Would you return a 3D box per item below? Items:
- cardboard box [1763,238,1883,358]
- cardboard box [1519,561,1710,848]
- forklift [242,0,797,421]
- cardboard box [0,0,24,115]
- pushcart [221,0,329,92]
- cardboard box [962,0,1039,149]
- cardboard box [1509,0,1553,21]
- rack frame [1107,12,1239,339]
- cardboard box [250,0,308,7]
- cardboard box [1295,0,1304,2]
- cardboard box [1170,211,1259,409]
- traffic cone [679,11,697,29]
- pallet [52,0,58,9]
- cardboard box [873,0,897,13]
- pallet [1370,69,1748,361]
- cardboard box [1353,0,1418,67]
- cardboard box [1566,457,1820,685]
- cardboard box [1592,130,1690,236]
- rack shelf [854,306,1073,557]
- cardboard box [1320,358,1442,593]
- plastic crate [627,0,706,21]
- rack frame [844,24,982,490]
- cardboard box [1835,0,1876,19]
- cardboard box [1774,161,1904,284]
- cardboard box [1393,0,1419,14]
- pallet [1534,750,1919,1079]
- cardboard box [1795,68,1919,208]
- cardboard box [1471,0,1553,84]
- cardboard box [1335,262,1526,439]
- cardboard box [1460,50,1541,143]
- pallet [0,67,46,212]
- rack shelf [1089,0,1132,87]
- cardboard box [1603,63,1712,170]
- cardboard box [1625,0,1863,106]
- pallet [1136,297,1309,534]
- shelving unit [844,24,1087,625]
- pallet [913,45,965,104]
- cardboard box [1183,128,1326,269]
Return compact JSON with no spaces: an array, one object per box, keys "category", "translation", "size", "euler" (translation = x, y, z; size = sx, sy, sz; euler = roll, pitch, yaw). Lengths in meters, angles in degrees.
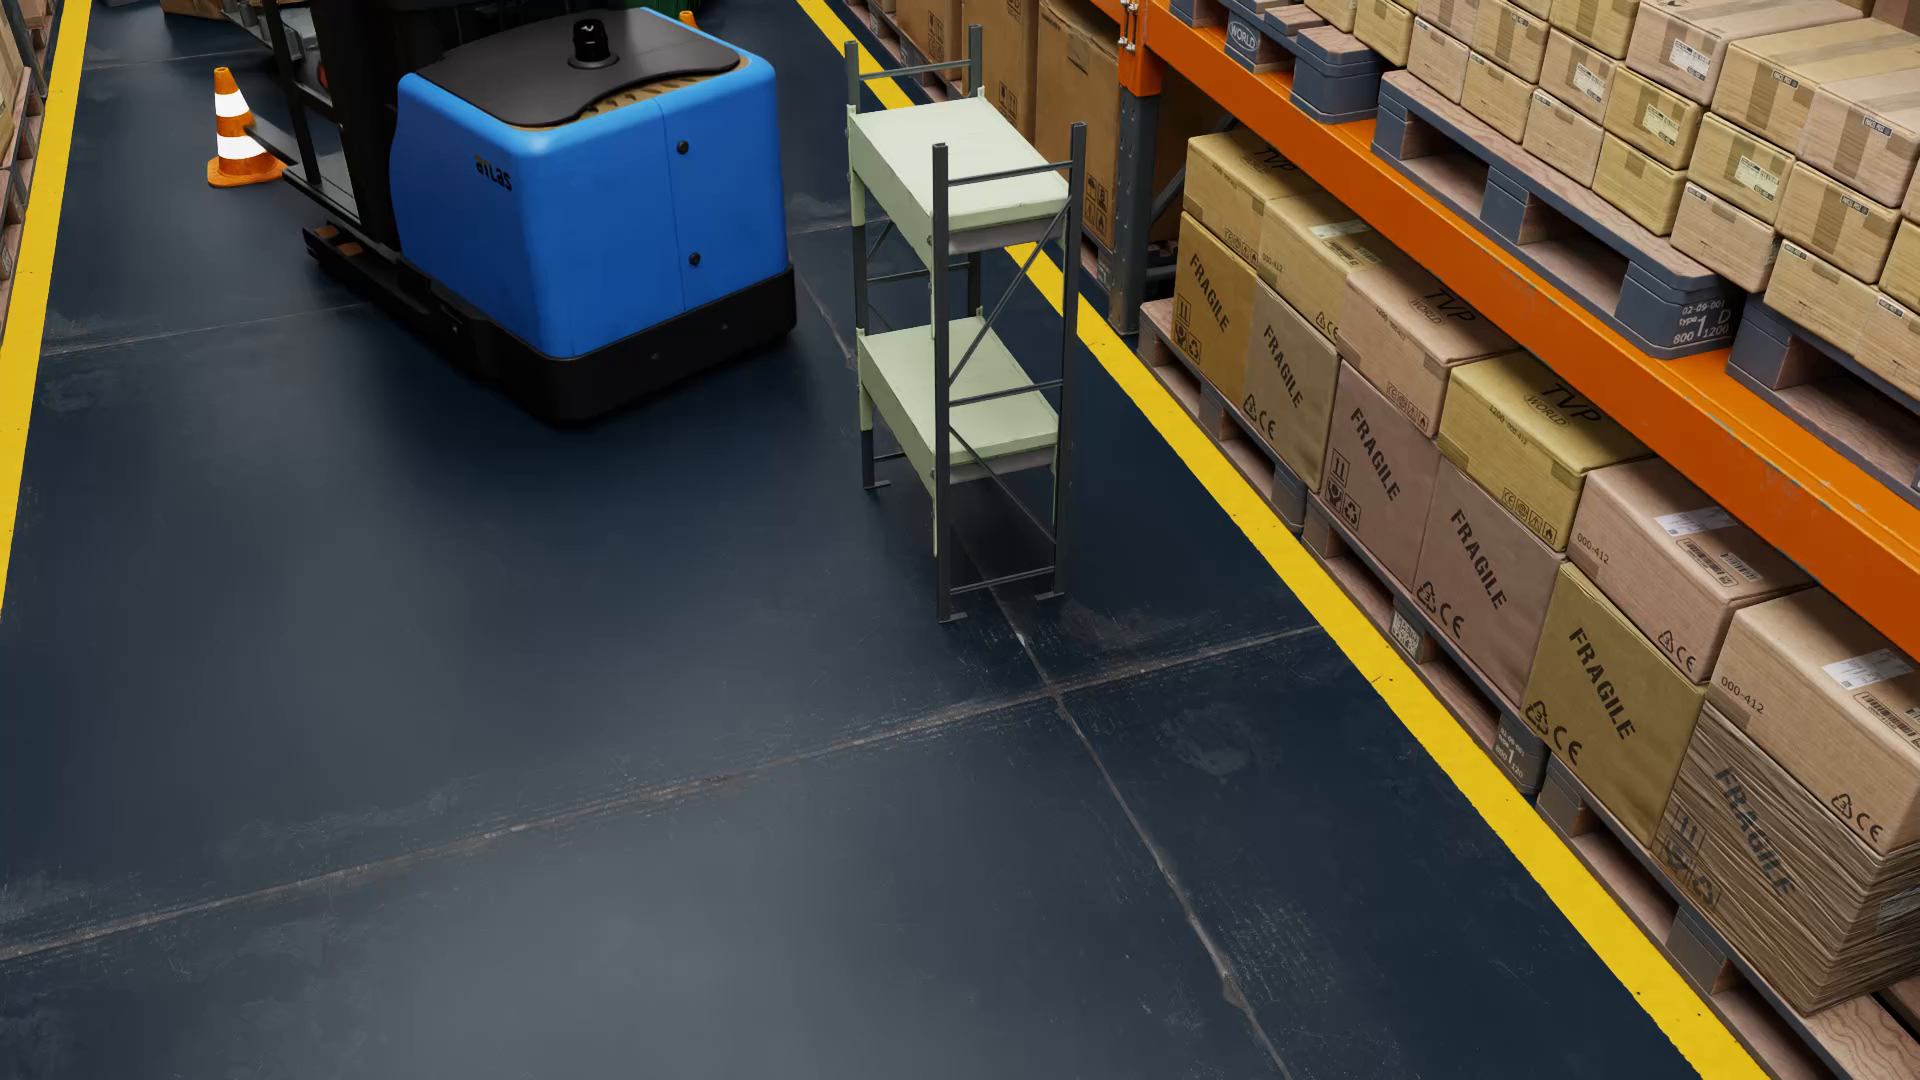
[{"category":"cardboard box","translation":[1.848,-0.516,3.301],"size":[0.380,0.149,0.250],"euler":[-14,39,-18]},{"category":"cardboard box","translation":[1.763,0.339,4.035],"size":[0.500,0.500,0.500],"euler":[-13,39,-17]},{"category":"forklift","translation":[-1.984,-2.372,5.963],"size":[1.130,2.935,3.031],"euler":[-30,46,-33]},{"category":"cardboard box","translation":[-4.752,-2.095,7.373],"size":[0.950,0.372,0.625],"euler":[-12,39,-15]},{"category":"pushcart","translation":[-2.812,-2.726,8.555],"size":[1.648,0.377,0.936],"euler":[-27,45,-31]},{"category":"cardboard box","translation":[0.625,-2.220,7.225],"size":[1.050,0.750,0.750],"euler":[-12,39,-15]},{"category":"cardboard box","translation":[1.485,-1.357,3.923],"size":[0.380,0.149,0.250],"euler":[-11,38,-15]},{"category":"rack frame","translation":[1.054,-2.095,5.538],"size":[1.000,3.000,0.127],"euler":[-12,39,-16]},{"category":"cardboard box","translation":[-3.274,-2.962,8.138],"size":[0.500,0.500,0.500],"euler":[-12,39,-16]},{"category":"cardboard box","translation":[1.111,-1.716,4.895],"size":[0.380,0.149,0.250],"euler":[-11,38,-14]},{"category":"cardboard box","translation":[1.058,-0.812,5.563],"size":[0.500,0.500,0.500],"euler":[-14,39,-18]},{"category":"traffic cone","translation":[-1.278,-2.271,7.881],"size":[0.336,0.463,0.334],"euler":[-12,39,-16]},{"category":"pallet","translation":[-5.623,-3.221,9.351],"size":[1.003,0.211,1.213],"euler":[-12,39,-16]},{"category":"cardboard box","translation":[-0.024,-3.292,8.648],"size":[1.050,0.750,0.750],"euler":[-13,39,-16]},{"category":"pallet","translation":[1.774,-0.909,4.123],"size":[1.003,0.211,1.213],"euler":[-12,39,-16]},{"category":"cardboard box","translation":[1.299,-1.412,4.491],"size":[0.380,0.149,0.250],"euler":[-11,38,-14]},{"category":"cardboard box","translation":[1.773,0.034,3.817],"size":[0.500,0.250,0.500],"euler":[-11,38,-14]},{"category":"cardboard box","translation":[1.657,-0.821,3.707],"size":[0.380,0.149,0.250],"euler":[-11,38,-14]},{"category":"rack shelf","translation":[-0.002,-0.342,5.000],"size":[0.431,0.370,0.720],"euler":[-12,39,-16]},{"category":"cardboard box","translation":[1.416,-0.240,4.804],"size":[0.500,0.500,0.500],"euler":[-13,39,-17]},{"category":"plastic crate","translation":[-1.612,-3.081,9.137],"size":[0.450,0.188,0.662],"euler":[14,38,2]},{"category":"rack frame","translation":[-0.128,-0.810,5.078],"size":[0.400,1.500,0.023],"euler":[-12,39,-16]},{"category":"cardboard box","translation":[2.185,-1.340,3.901],"size":[0.380,0.149,0.250],"euler":[-11,38,-15]},{"category":"cardboard box","translation":[1.836,-0.648,3.230],"size":[0.380,0.149,0.250],"euler":[-14,39,-17]},{"category":"cardboard box","translation":[1.309,-1.521,4.389],"size":[0.380,0.149,0.250],"euler":[-12,39,-16]},{"category":"pallet","translation":[2.161,0.839,3.961],"size":[1.003,0.211,1.213],"euler":[-12,39,-16]},{"category":"cardboard box","translation":[1.838,-0.773,3.148],"size":[0.380,0.149,0.250],"euler":[-13,39,-16]},{"category":"cardboard box","translation":[1.477,-1.239,4.015],"size":[0.380,0.149,0.250],"euler":[-13,39,-16]},{"category":"cardboard box","translation":[1.397,-0.556,4.600],"size":[0.500,0.250,0.500],"euler":[-12,39,-16]},{"category":"cardboard box","translation":[1.477,-1.119,4.103],"size":[0.380,0.149,0.250],"euler":[-12,39,-15]},{"category":"pallet","translation":[-4.666,-1.719,7.357],"size":[1.003,0.211,1.213],"euler":[-12,39,-16]},{"category":"rack shelf","translation":[0.366,-2.937,7.255],"size":[1.077,0.370,4.000],"euler":[-12,39,-16]},{"category":"cardboard box","translation":[1.651,-0.949,3.630],"size":[0.380,0.149,0.250],"euler":[-12,39,-16]},{"category":"cardboard box","translation":[1.662,-1.063,3.534],"size":[0.380,0.149,0.250],"euler":[-14,39,-18]},{"category":"pallet","translation":[1.322,-0.539,5.791],"size":[1.003,0.211,1.213],"euler":[-12,39,-16]},{"category":"shelving unit","translation":[-0.002,-0.603,4.804],"size":[0.431,1.500,0.755],"euler":[-12,39,-16]},{"category":"pallet","translation":[0.438,-2.130,7.903],"size":[1.003,0.211,1.213],"euler":[-12,39,-16]},{"category":"cardboard box","translation":[1.064,-1.124,5.355],"size":[0.500,0.250,0.500],"euler":[-14,39,-18]}]
